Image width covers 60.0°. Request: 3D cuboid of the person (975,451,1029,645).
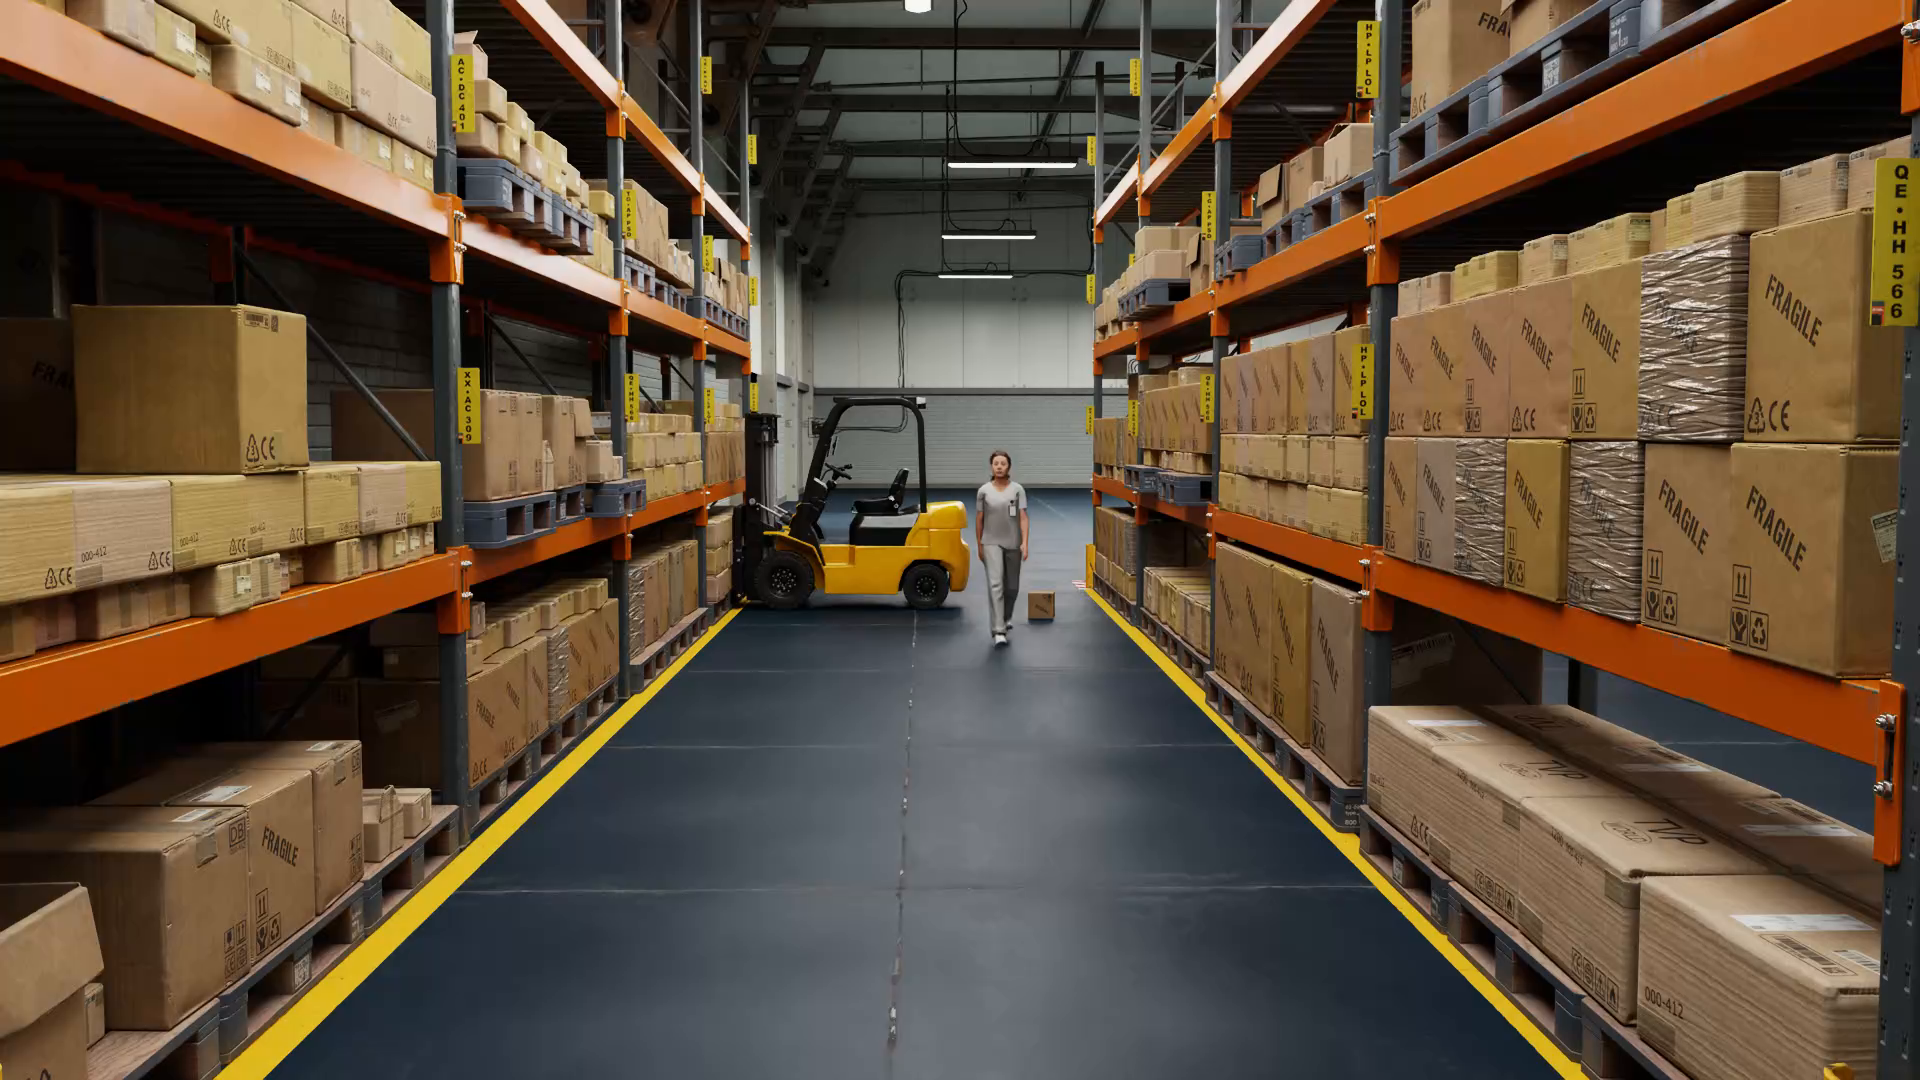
[{"bbox_3d":[0.358,0.051,14.185,0.442,1.623,1.024,0,4,-7],"label":"person"}]
